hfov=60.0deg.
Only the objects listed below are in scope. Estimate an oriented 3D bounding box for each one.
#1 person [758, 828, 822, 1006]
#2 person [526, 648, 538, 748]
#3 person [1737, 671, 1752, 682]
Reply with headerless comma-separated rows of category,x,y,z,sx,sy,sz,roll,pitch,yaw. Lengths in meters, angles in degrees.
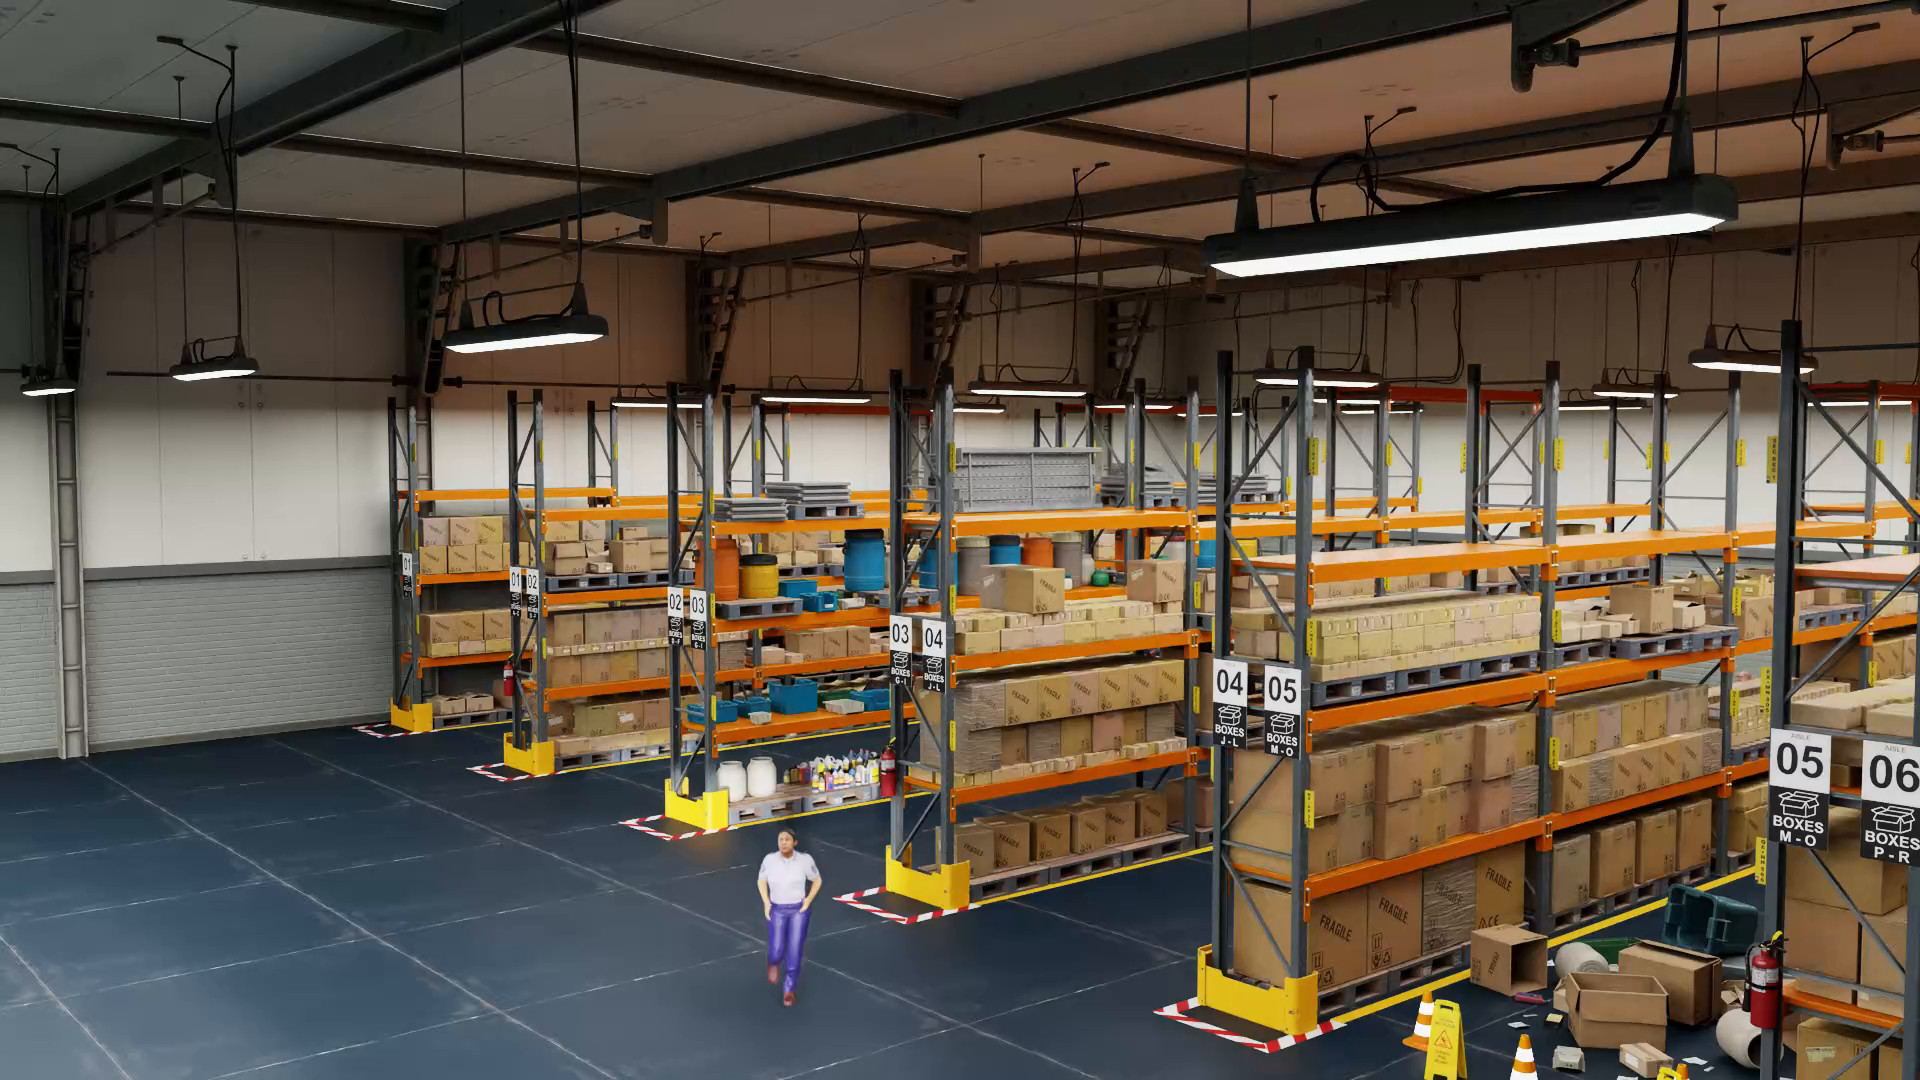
person,-1.581,3.475,15.455,0.600,1.606,0.596,0,3,-2
person,-7.032,2.646,28.319,0.733,1.794,0.671,-2,4,-36
person,11.800,2.838,25.016,0.673,1.748,0.700,-2,4,-35
